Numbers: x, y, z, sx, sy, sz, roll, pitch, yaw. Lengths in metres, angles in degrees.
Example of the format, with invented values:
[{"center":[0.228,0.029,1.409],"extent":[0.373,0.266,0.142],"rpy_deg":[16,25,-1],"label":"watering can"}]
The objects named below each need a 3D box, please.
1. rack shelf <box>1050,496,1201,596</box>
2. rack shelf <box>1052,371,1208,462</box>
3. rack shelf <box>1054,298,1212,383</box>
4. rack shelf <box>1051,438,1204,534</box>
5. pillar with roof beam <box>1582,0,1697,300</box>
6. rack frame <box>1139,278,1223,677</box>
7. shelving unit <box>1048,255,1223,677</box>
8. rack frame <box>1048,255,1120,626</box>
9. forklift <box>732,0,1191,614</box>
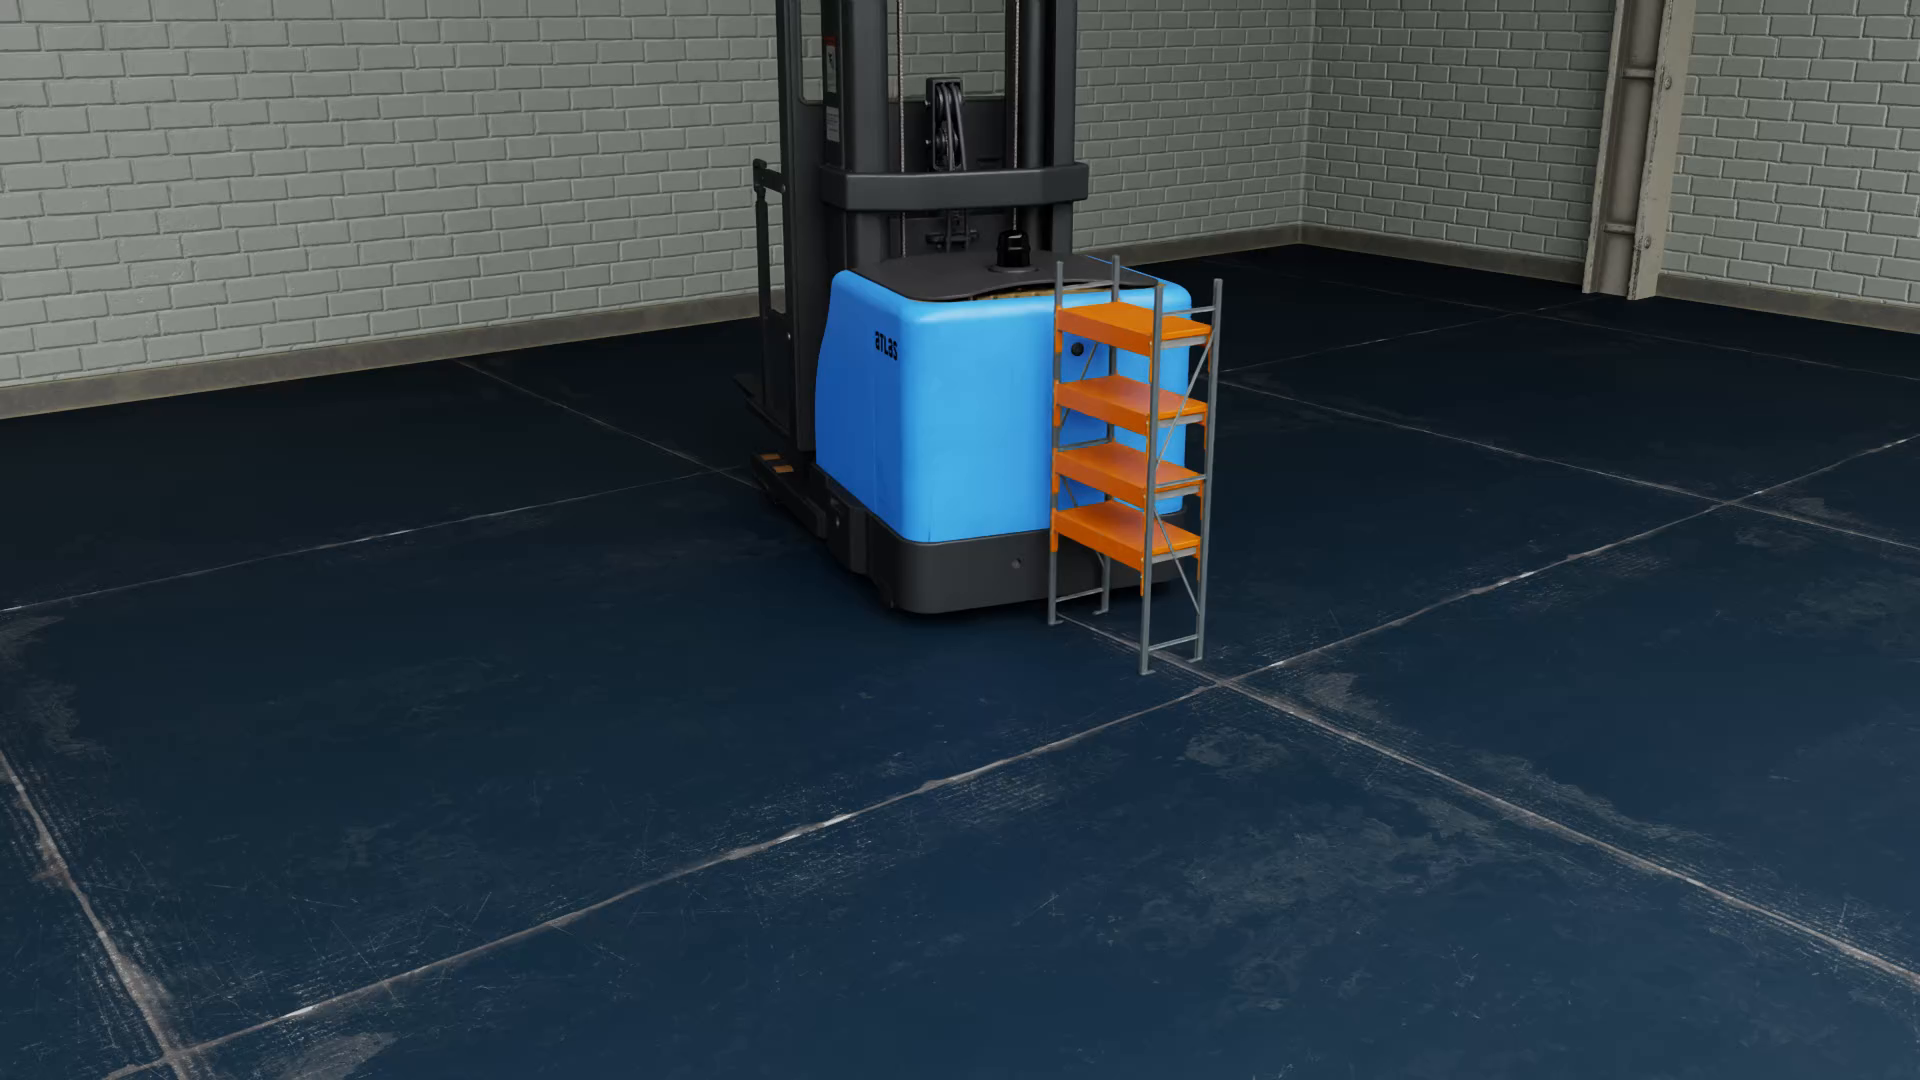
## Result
[{"center":[0.526,0.012,5.249],"extent":[0.258,0.148,0.480],"rpy_deg":[-12,22,-30],"label":"rack shelf"},{"center":[0.527,-0.387,5.111],"extent":[0.258,0.148,0.480],"rpy_deg":[-12,22,-30],"label":"rack shelf"},{"center":[0.527,-0.610,5.034],"extent":[0.258,0.148,0.480],"rpy_deg":[-12,22,-30],"label":"rack shelf"},{"center":[0.526,-0.175,5.184],"extent":[0.258,0.148,0.480],"rpy_deg":[-12,22,-30],"label":"rack shelf"},{"center":[1.191,-5.137,7.562],"extent":[9.100,9.000,0.400],"rpy_deg":[-14,23,-36],"label":"pillar with roof beam"},{"center":[0.656,-0.171,4.967],"extent":[0.240,1.200,0.015],"rpy_deg":[-12,22,-30],"label":"rack frame"},{"center":[0.526,-0.239,5.162],"extent":[0.258,1.200,0.503],"rpy_deg":[-12,22,-30],"label":"shelving unit"},{"center":[0.396,-0.306,5.358],"extent":[0.240,1.200,0.015],"rpy_deg":[-12,22,-30],"label":"rack frame"},{"center":[-0.231,-1.576,6.458],"extent":[1.130,2.935,3.031],"rpy_deg":[-7,20,-20],"label":"forklift"}]
